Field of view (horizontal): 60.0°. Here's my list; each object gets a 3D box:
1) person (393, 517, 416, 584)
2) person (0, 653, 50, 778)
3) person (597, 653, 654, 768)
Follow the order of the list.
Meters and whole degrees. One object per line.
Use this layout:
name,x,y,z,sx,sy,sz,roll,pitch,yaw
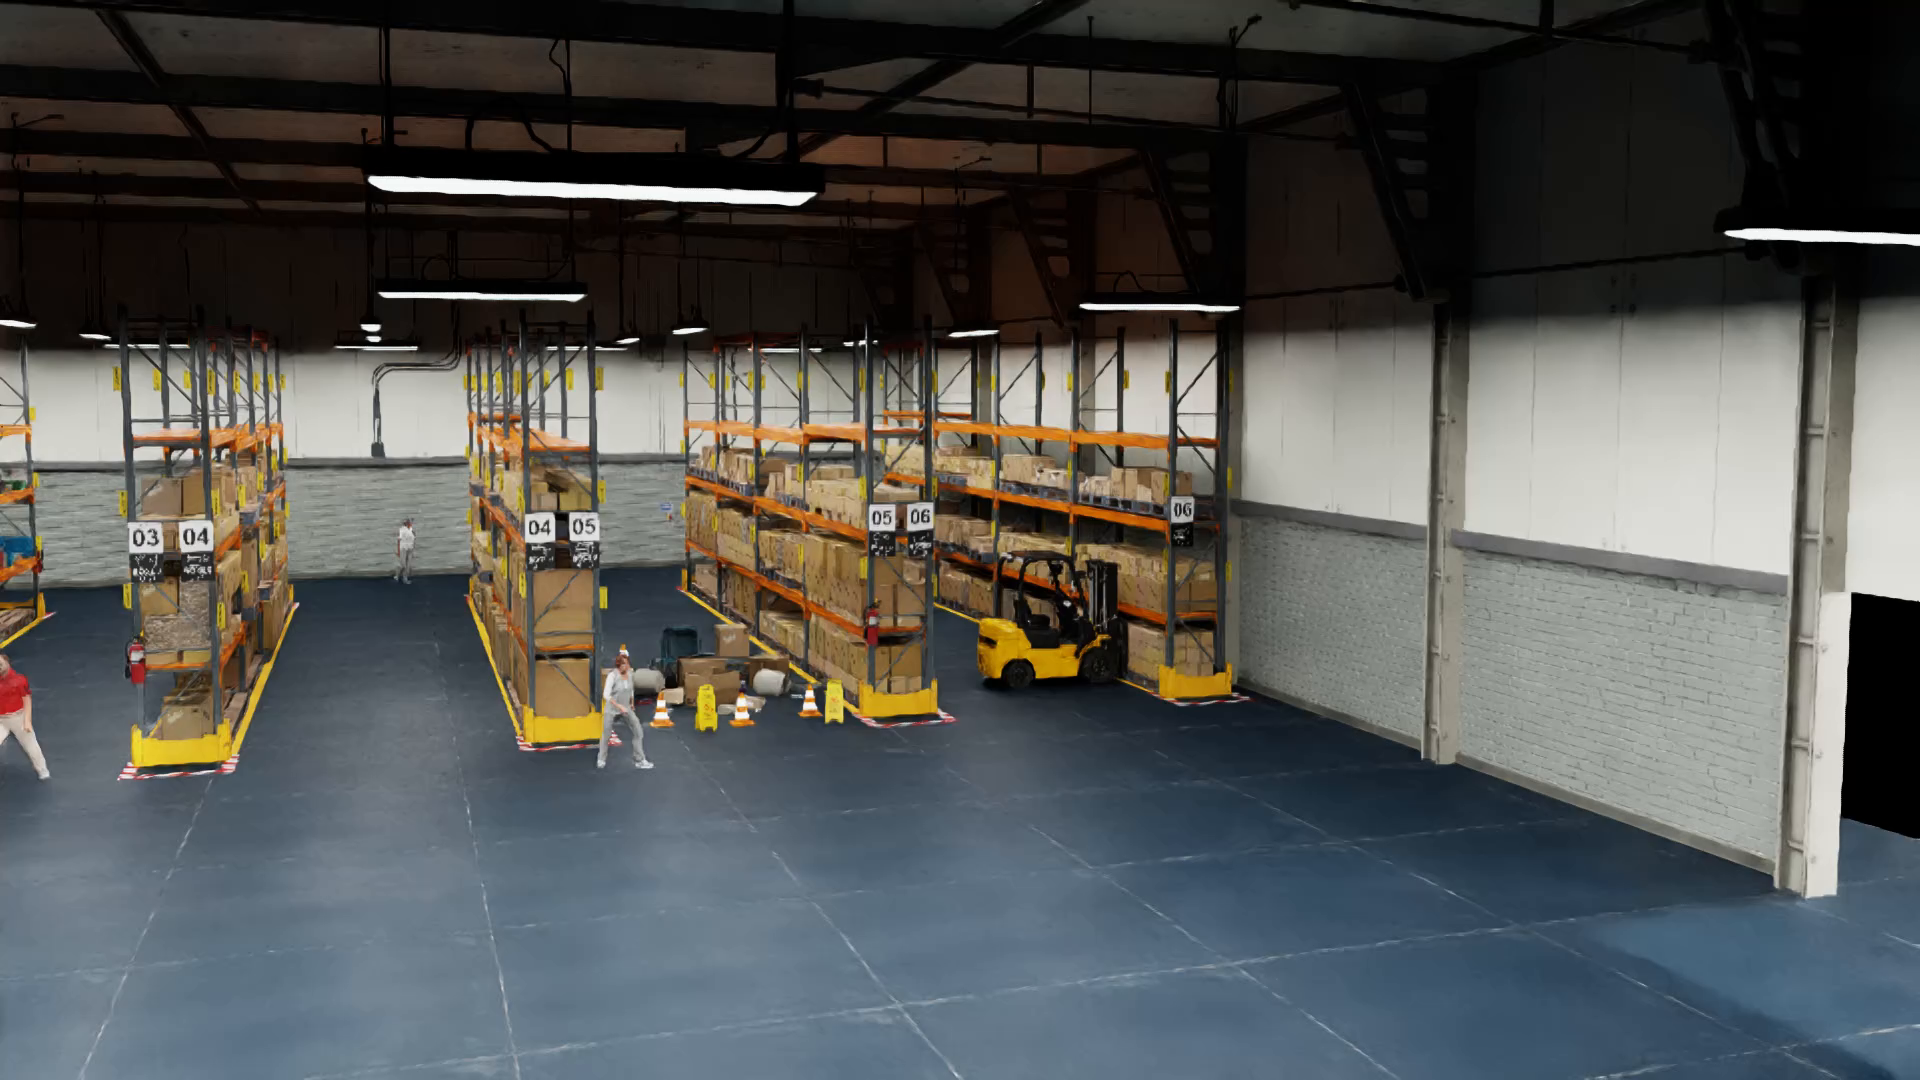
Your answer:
person,-13.854,0.248,41.430,0.525,1.669,0.526,4,7,34
person,-11.780,2.218,20.630,0.581,1.674,0.982,0,5,3
person,-4.386,2.197,21.481,0.574,1.535,0.749,-4,7,-39
